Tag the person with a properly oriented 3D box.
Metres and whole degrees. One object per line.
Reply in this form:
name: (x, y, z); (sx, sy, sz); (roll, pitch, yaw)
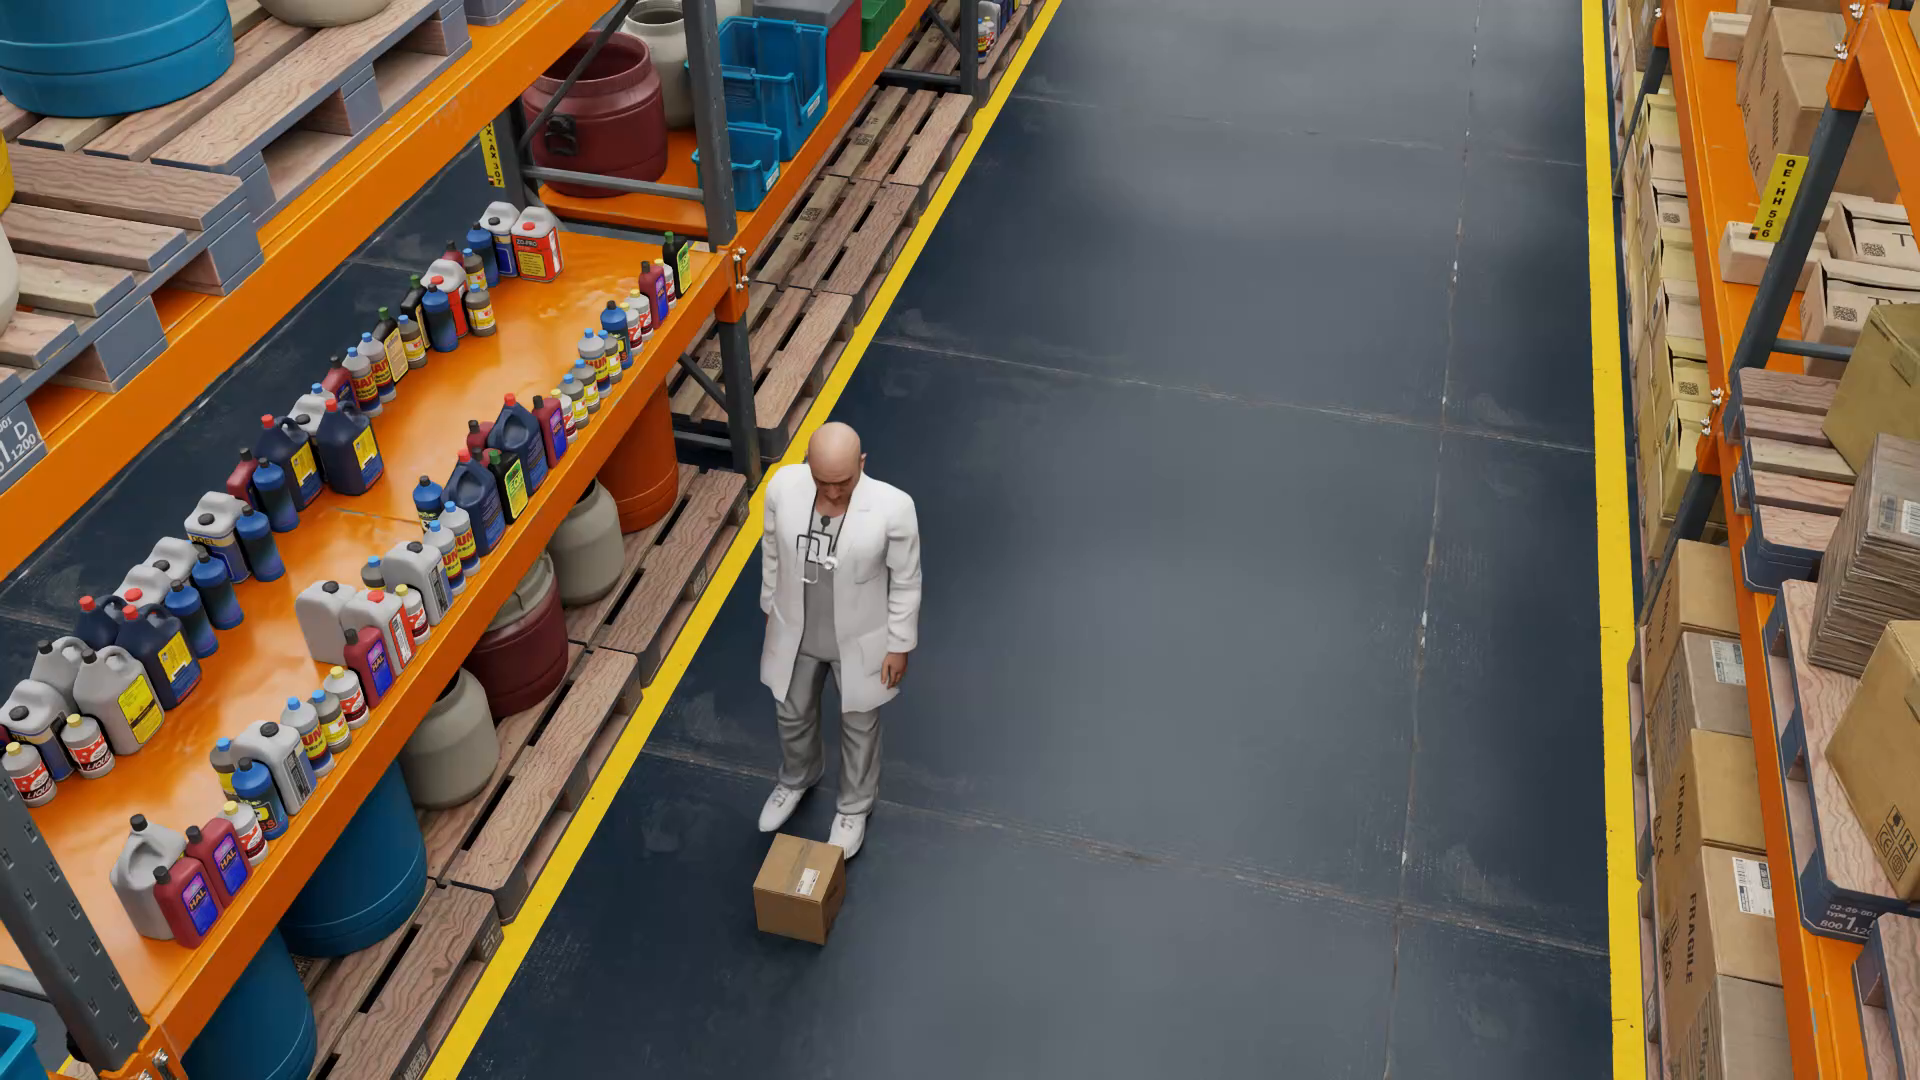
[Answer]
person: (-0.451, 0.378, 5.729); (0.603, 1.820, 0.461); (9, 41, 11)
